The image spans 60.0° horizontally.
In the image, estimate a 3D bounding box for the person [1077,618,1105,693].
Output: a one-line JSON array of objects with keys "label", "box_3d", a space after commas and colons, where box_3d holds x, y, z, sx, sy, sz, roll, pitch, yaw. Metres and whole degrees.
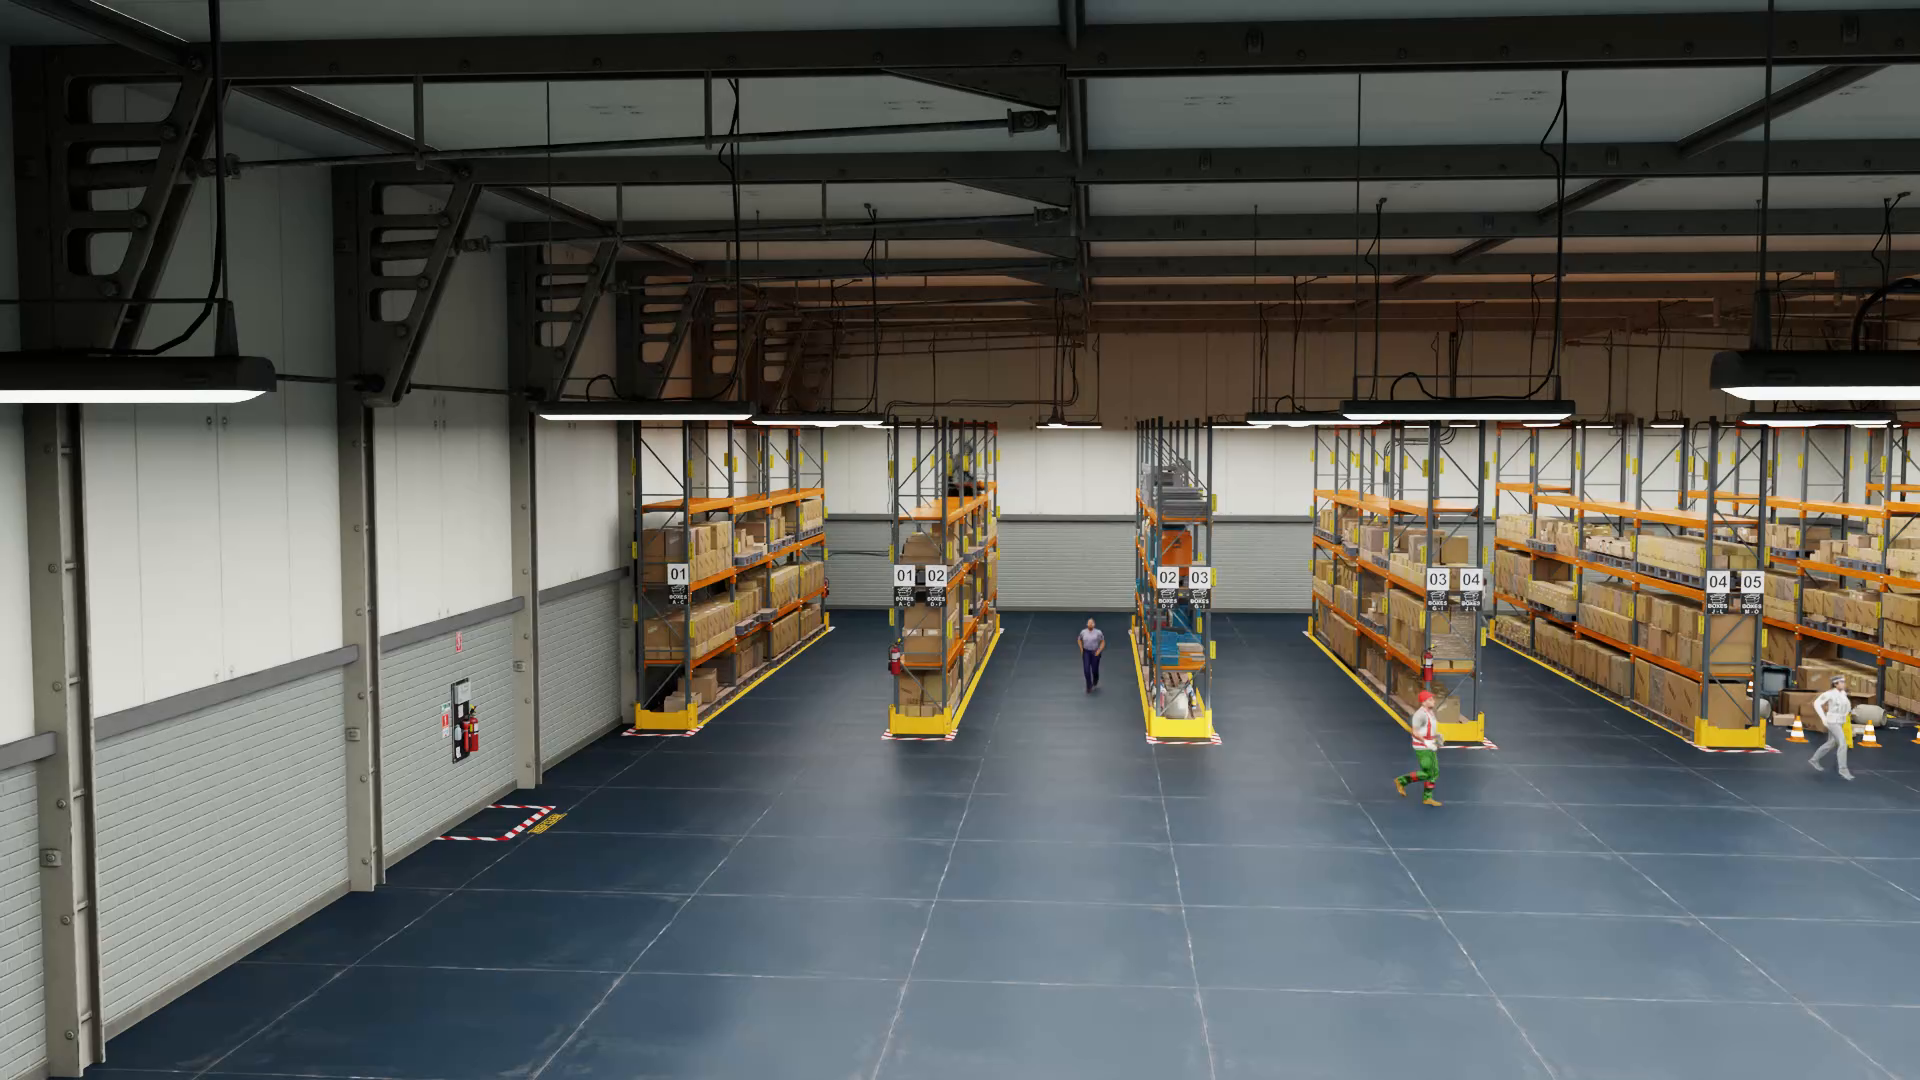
[{"label": "person", "box_3d": [2.893, 2.543, 36.693, 0.617, 1.613, 0.691, 1, 4, 8]}]

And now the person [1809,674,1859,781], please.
[{"label": "person", "box_3d": [14.525, 3.072, 27.625, 0.605, 1.729, 0.813, -3, 5, -37]}]

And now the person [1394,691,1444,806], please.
[{"label": "person", "box_3d": [7.093, 3.186, 25.551, 0.673, 1.763, 0.657, 2, 4, 31]}]

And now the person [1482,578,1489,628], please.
[{"label": "person", "box_3d": [14.828, 1.841, 47.641, 0.699, 1.557, 0.620, 1, 4, 11]}]
